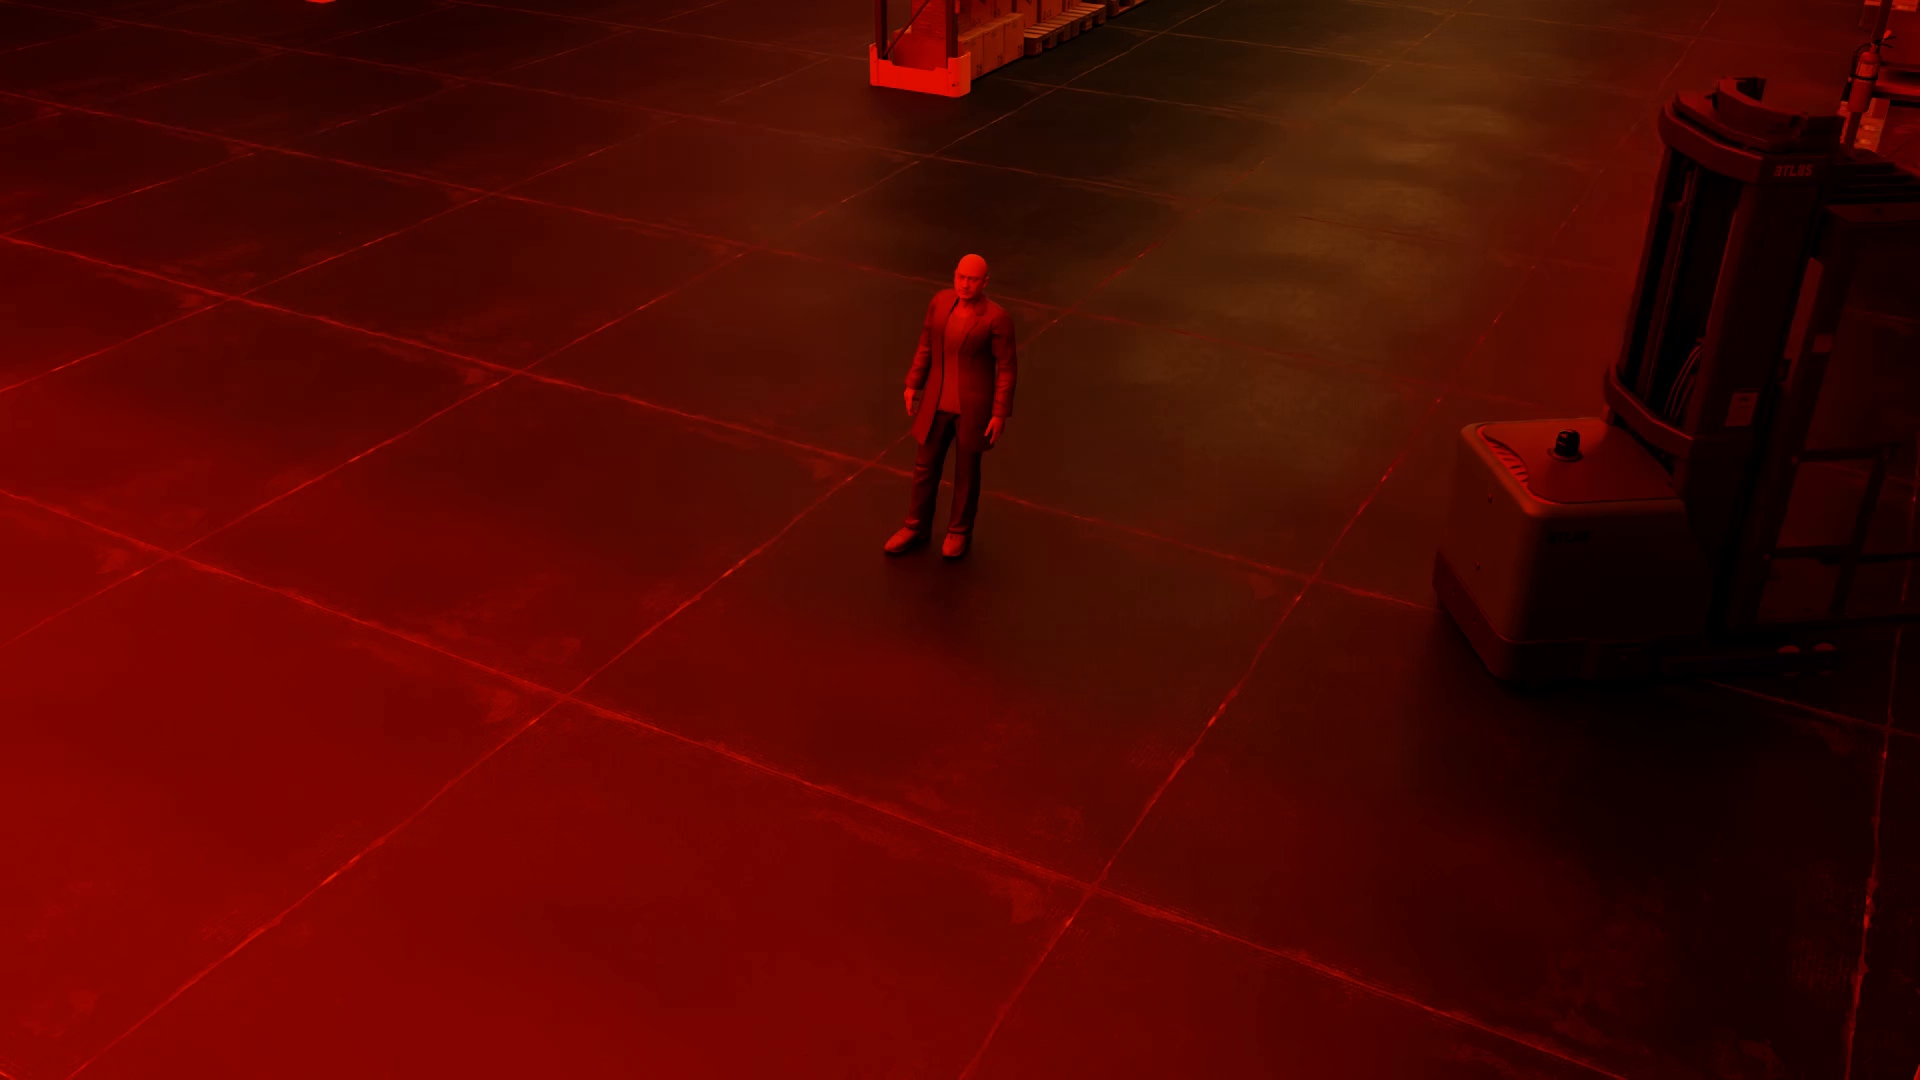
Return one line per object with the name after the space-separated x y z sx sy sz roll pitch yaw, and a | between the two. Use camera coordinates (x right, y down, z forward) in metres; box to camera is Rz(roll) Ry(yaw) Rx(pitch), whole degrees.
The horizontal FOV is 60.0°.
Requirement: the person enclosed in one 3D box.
-0.048 -0.738 9.488 0.696 1.776 0.582 15 33 25 | person

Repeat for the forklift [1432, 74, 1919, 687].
4.224 -0.810 8.474 3.031 2.935 1.130 -3 30 -5 | forklift
